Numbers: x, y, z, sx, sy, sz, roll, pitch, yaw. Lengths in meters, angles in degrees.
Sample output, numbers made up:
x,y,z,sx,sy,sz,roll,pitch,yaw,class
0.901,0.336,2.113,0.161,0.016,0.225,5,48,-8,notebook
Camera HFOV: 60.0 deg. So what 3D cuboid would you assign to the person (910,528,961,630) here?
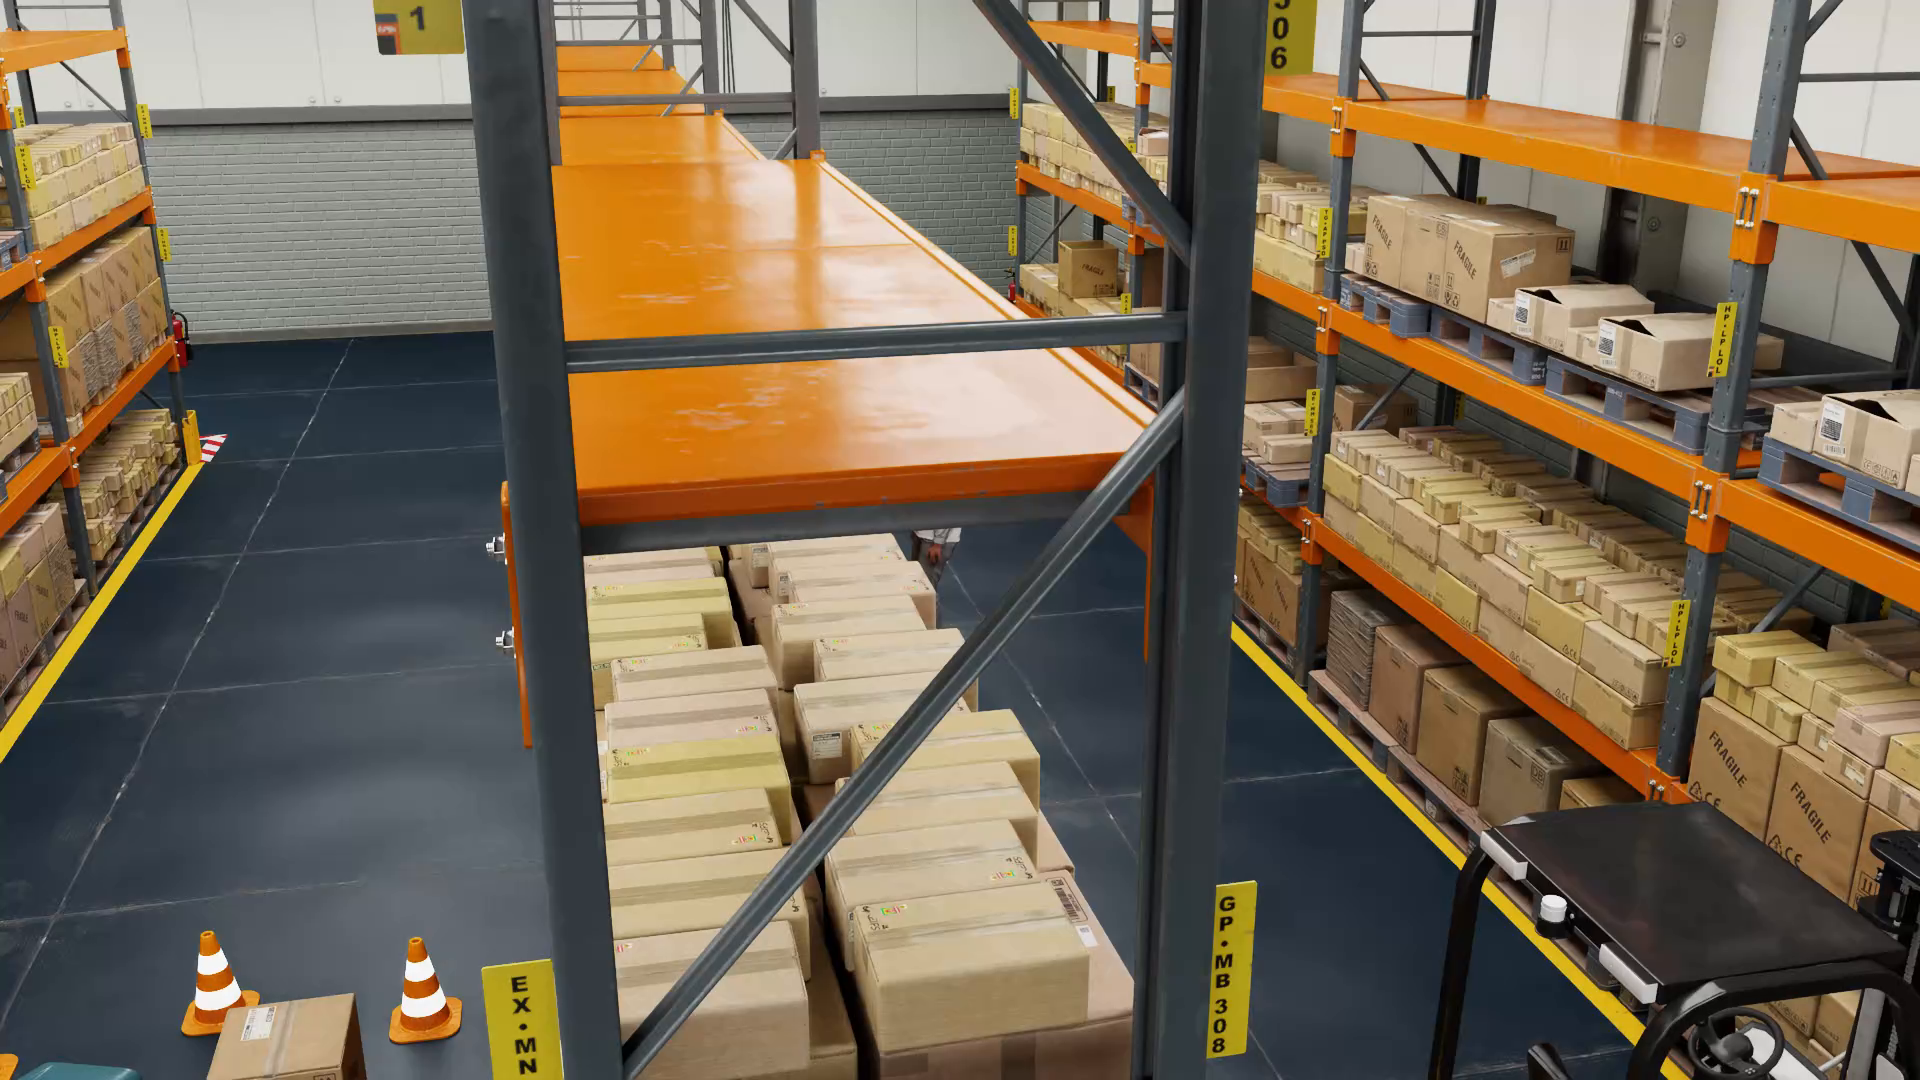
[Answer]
x,y,z,sx,sy,sz,roll,pitch,yaw,class
-0.235,-0.038,12.452,0.476,1.770,0.587,-6,20,-16,person
